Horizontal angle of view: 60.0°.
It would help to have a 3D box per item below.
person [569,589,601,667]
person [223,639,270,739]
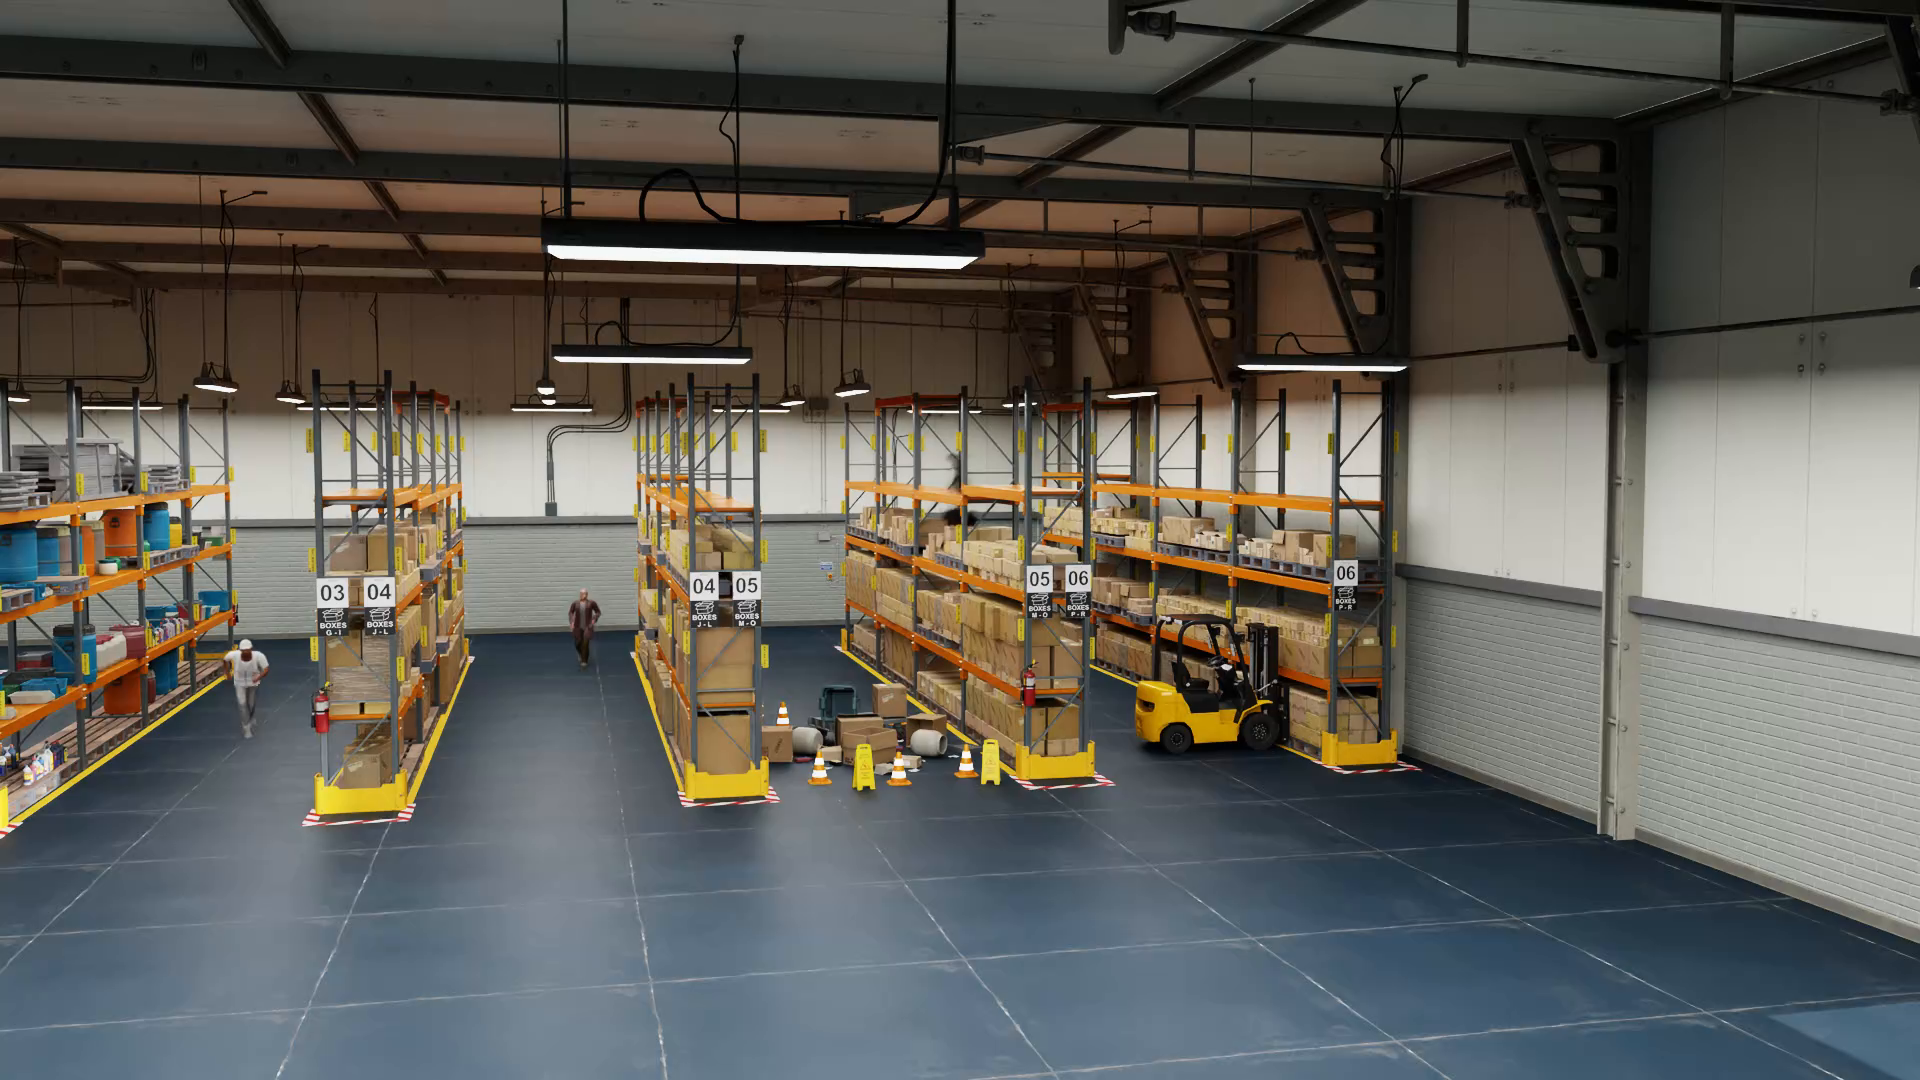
[{"bbox_3d":[-8.461,1.970,37.521,0.732,1.749,0.633,0,3,-1],"label":"person"},{"bbox_3d":[-12.286,2.531,28.659,0.746,1.715,1.061,-1,3,-18],"label":"person"}]
